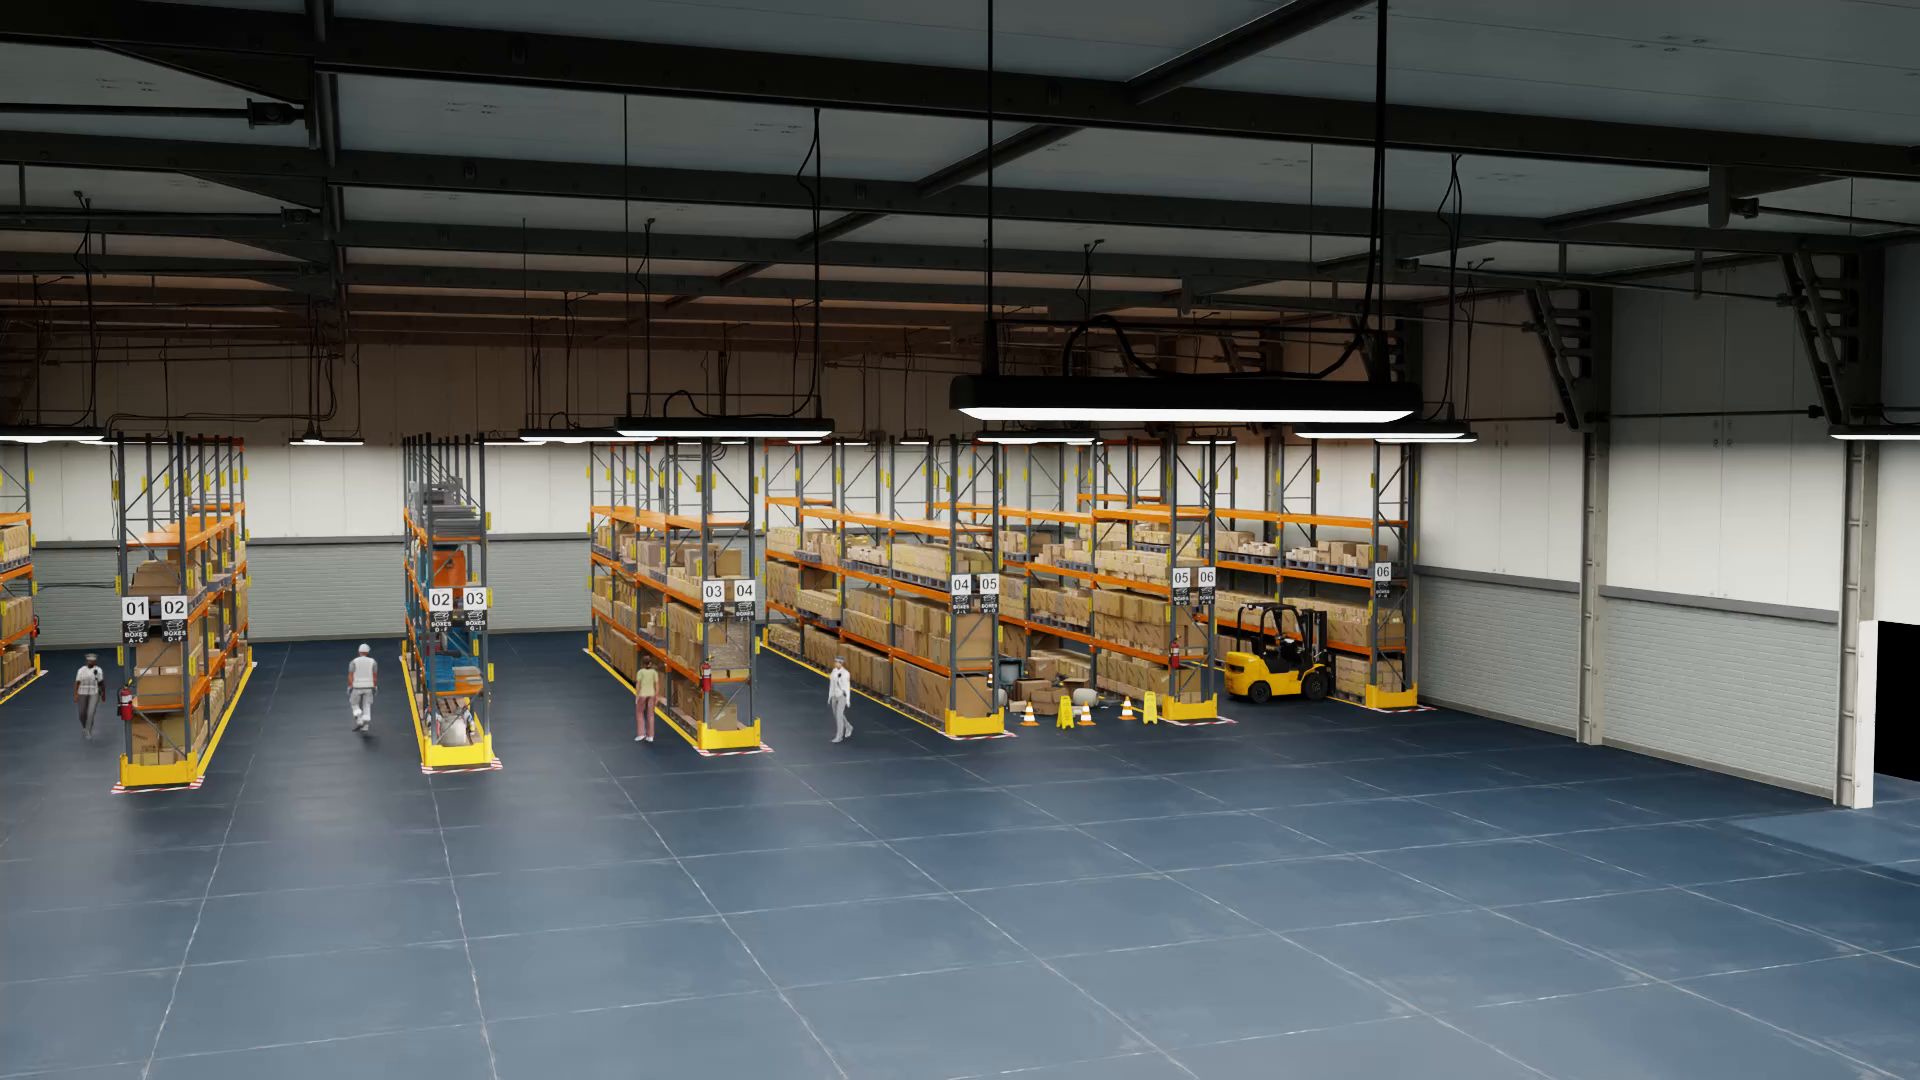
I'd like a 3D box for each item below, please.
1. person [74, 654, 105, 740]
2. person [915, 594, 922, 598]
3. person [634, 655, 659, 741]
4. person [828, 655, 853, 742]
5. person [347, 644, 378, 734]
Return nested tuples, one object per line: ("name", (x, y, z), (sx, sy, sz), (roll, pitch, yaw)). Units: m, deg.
("person", (-17.248, 3.085, 32.957), (0.533, 1.669, 0.786), (-2, 4, -26))
("person", (-1.083, 2.370, 44.999), (0.579, 1.825, 0.543), (-2, 4, -38))
("person", (-6.107, 3.117, 32.447), (0.489, 1.715, 0.595), (-2, 4, -26))
("person", (-2.312, 3.074, 32.540), (0.720, 1.674, 0.456), (-3, 4, -45))
("person", (-11.957, 2.974, 33.292), (0.579, 1.783, 0.458), (-2, 4, -28))
